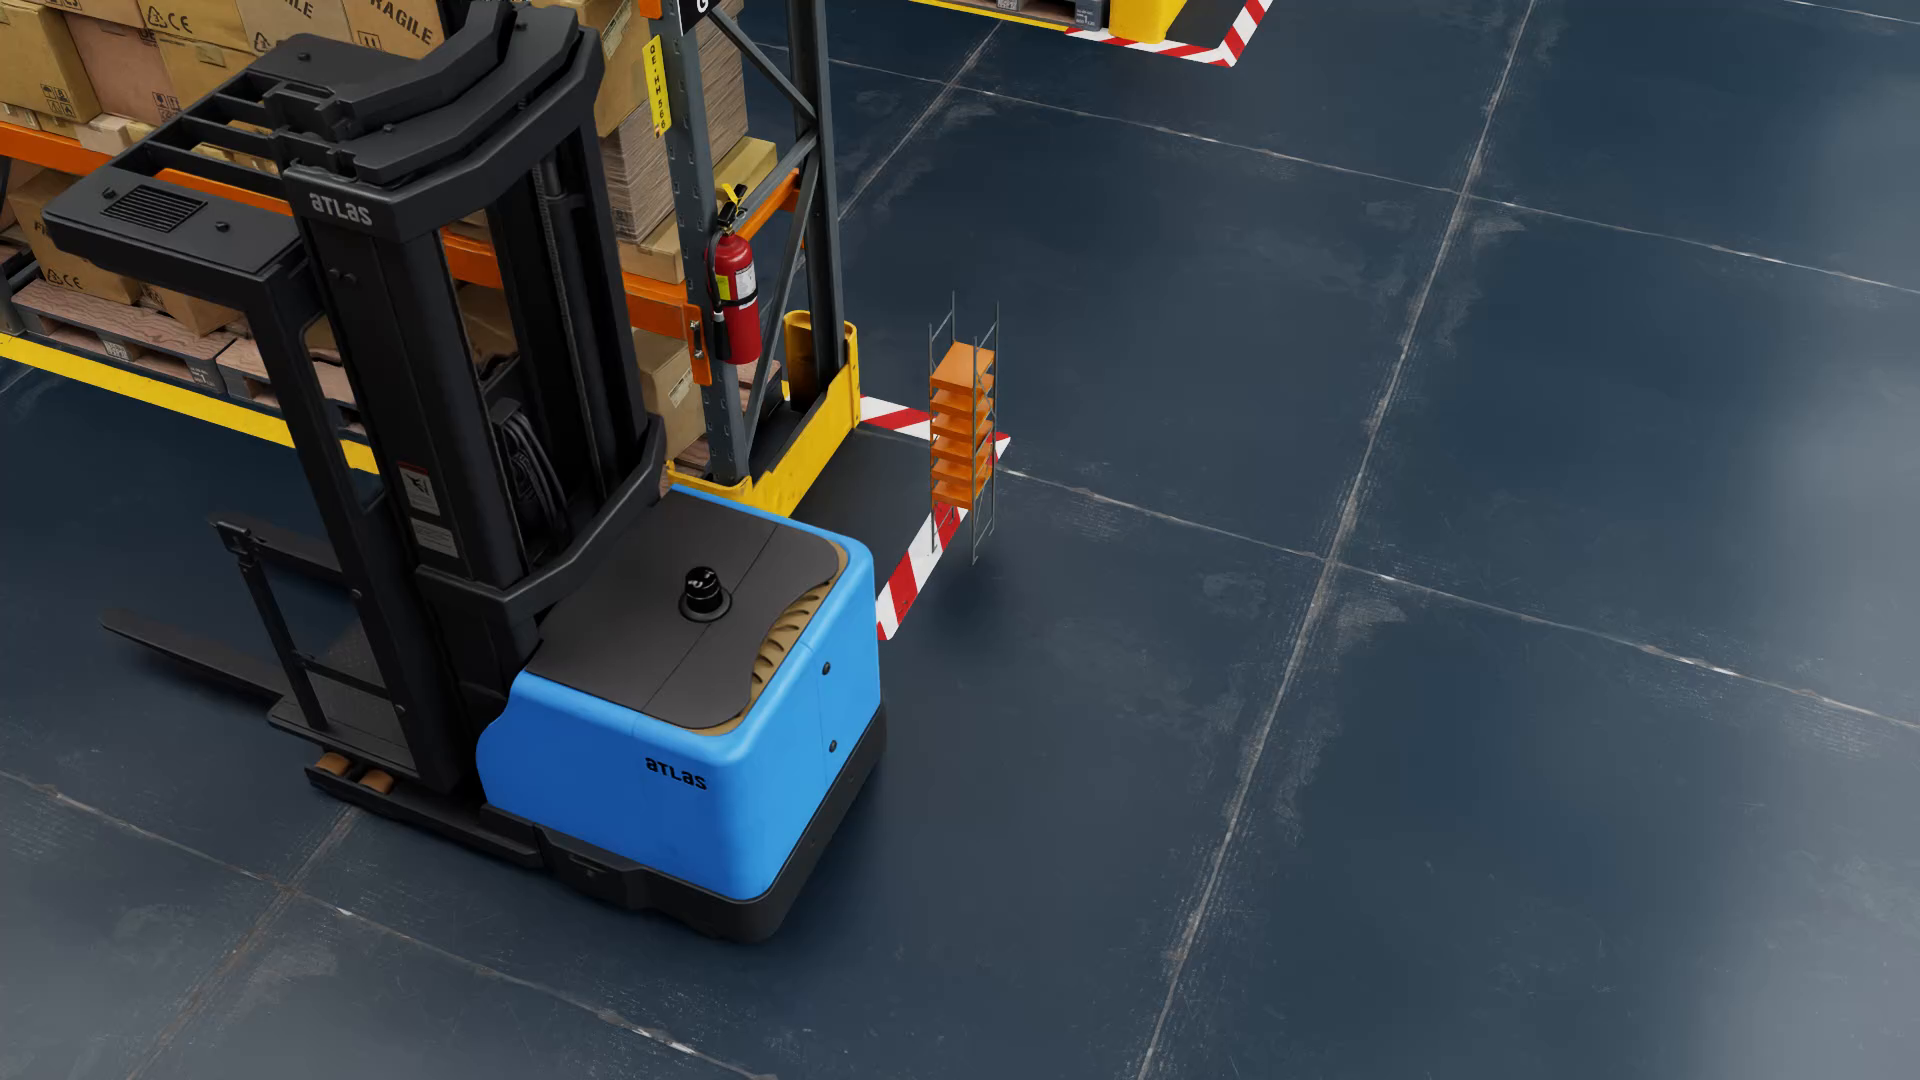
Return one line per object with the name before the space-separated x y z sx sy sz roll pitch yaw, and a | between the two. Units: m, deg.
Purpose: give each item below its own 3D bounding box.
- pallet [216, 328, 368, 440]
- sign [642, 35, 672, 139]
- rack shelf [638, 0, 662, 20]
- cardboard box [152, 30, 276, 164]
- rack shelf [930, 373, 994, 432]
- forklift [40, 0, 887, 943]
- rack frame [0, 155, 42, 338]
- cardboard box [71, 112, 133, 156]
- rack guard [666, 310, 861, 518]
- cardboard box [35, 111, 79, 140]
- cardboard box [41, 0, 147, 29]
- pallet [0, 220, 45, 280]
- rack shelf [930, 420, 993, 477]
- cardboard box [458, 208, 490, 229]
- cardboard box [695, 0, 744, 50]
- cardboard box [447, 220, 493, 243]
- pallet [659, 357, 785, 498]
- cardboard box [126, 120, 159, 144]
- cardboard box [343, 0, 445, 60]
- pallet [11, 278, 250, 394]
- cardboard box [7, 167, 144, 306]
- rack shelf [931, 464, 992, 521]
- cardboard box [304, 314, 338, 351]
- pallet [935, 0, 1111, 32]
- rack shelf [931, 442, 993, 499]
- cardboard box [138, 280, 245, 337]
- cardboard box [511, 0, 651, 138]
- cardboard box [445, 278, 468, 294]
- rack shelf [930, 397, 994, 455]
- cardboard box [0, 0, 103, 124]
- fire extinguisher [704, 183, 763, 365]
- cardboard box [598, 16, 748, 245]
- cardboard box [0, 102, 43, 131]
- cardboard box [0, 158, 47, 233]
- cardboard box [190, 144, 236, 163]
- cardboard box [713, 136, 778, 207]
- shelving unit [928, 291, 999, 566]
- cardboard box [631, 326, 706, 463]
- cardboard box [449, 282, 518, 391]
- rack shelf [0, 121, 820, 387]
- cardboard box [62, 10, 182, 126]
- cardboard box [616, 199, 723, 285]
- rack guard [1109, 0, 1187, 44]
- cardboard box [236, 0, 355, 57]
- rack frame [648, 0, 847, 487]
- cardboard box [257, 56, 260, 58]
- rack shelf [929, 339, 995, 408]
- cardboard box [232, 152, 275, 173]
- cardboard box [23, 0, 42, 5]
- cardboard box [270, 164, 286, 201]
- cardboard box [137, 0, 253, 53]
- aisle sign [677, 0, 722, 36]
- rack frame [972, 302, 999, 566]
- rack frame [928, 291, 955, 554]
pallet | -2.677 -0.908 7.852 1.213 0.211 1.003 16 47 16
sign | -0.981 -1.466 5.391 0.005 0.325 0.100 16 47 16
rack shelf | -2.595 -2.651 6.010 4.000 0.370 1.077 16 47 16
cardboard box | -2.655 -1.973 6.663 0.500 0.500 0.875 16 47 16
rack shelf | 0.014 -0.560 6.524 0.180 0.103 0.258 16 47 16
forklift | -1.839 -0.367 5.380 3.031 2.935 1.130 17 47 16
rack frame | -4.440 -2.386 7.360 0.127 3.000 1.000 16 47 16
cardboard box | -3.441 -1.760 6.909 0.250 0.149 0.380 16 47 16
rack guard | -0.819 -0.434 7.171 0.348 0.500 1.175 16 47 16
cardboard box | -3.656 -1.855 7.004 0.250 0.149 0.380 16 47 16
cardboard box | -3.200 -2.323 6.306 0.500 0.500 0.500 16 47 16
pallet | -5.159 -1.608 8.555 1.213 0.211 1.003 16 47 16
rack shelf | 0.014 -0.390 6.693 0.180 0.103 0.258 16 47 16
cardboard box | -1.753 -1.665 6.354 0.500 0.500 0.875 16 47 16
cardboard box | -1.151 -2.122 6.104 0.500 0.500 0.500 16 47 16
cardboard box | -1.797 -1.334 6.481 0.250 0.149 0.380 16 47 16
pallet | -1.555 -0.575 7.518 1.213 0.211 1.003 16 47 16
cardboard box | -3.195 -1.719 6.868 0.250 0.149 0.380 16 47 16
cardboard box | -1.815 -1.916 5.897 0.500 0.500 0.500 16 47 16
pallet | -3.807 -1.238 8.184 1.213 0.211 1.003 16 47 16
cardboard box | -4.087 -1.514 7.958 0.500 0.500 0.500 15 47 15
rack shelf | 0.014 -0.220 6.862 0.180 0.103 0.258 16 47 16
cardboard box | -2.952 -1.246 7.689 0.500 0.500 0.500 13 46 12
pallet | 0.486 -3.679 10.637 1.213 0.211 1.003 16 47 16
rack shelf | 0.014 -0.305 6.778 0.180 0.103 0.258 16 47 16
cardboard box | -3.555 -1.363 7.807 0.500 0.500 0.500 32 53 28
cardboard box | -1.351 -1.783 5.764 0.500 0.500 0.500 16 47 16
cardboard box | -2.454 -1.065 7.507 0.500 0.500 0.500 21 48 19
rack shelf | 0.014 -0.475 6.608 0.180 0.103 0.258 16 47 16
cardboard box | -3.601 -2.206 6.897 0.500 0.500 0.875 16 47 16
fire extinguisher | -0.820 -0.941 5.963 0.183 0.674 0.296 16 47 16
cardboard box | -1.246 -1.608 6.296 0.500 0.500 0.875 16 47 16
cardboard box | -3.891 -1.916 7.066 0.250 0.149 0.380 16 47 16
cardboard box | -4.999 -1.836 8.268 0.500 0.500 0.700 13 46 13
cardboard box | -2.968 -1.644 6.793 0.250 0.149 0.380 16 47 16
cardboard box | -0.920 -1.443 6.591 0.250 0.149 0.380 16 47 16
shelving unit | 0.014 -0.421 6.662 0.189 1.200 0.258 16 47 16
cardboard box | -1.319 -0.743 7.183 0.500 0.500 0.500 25 50 23
cardboard box | -1.883 -0.883 7.324 0.500 0.500 0.500 29 52 26
rack shelf | -2.595 -1.588 7.068 4.000 0.370 1.077 16 47 16
cardboard box | -3.101 -2.135 6.827 0.500 0.500 0.875 16 47 16
cardboard box | -1.091 -1.154 6.300 0.250 0.149 0.380 16 47 16
rack guard | 1.276 -3.608 10.361 0.348 0.500 1.175 16 47 16
cardboard box | -2.276 -2.053 6.035 0.500 0.500 0.500 16 47 16
rack frame | -0.749 -1.300 6.268 0.127 3.000 1.000 16 47 16
cardboard box | -2.198 -1.829 6.519 0.500 0.500 0.875 16 47 16
rack shelf | 0.014 -0.645 6.439 0.180 0.103 0.258 16 47 16
cardboard box | -2.720 -1.606 6.754 0.250 0.149 0.380 16 47 16
cardboard box | -3.661 -2.459 6.443 0.500 0.500 0.500 16 47 16
cardboard box | -2.516 -1.493 6.640 0.250 0.149 0.380 16 47 16
cardboard box | -2.734 -2.194 6.177 0.500 0.500 0.500 16 47 16
aisle sign | -0.807 -2.009 5.138 0.004 0.787 0.394 16 47 16
rack frame | 0.098 -0.396 6.637 0.006 1.200 0.240 16 47 16
rack frame | -0.071 -0.446 6.687 0.006 1.200 0.240 16 47 16
